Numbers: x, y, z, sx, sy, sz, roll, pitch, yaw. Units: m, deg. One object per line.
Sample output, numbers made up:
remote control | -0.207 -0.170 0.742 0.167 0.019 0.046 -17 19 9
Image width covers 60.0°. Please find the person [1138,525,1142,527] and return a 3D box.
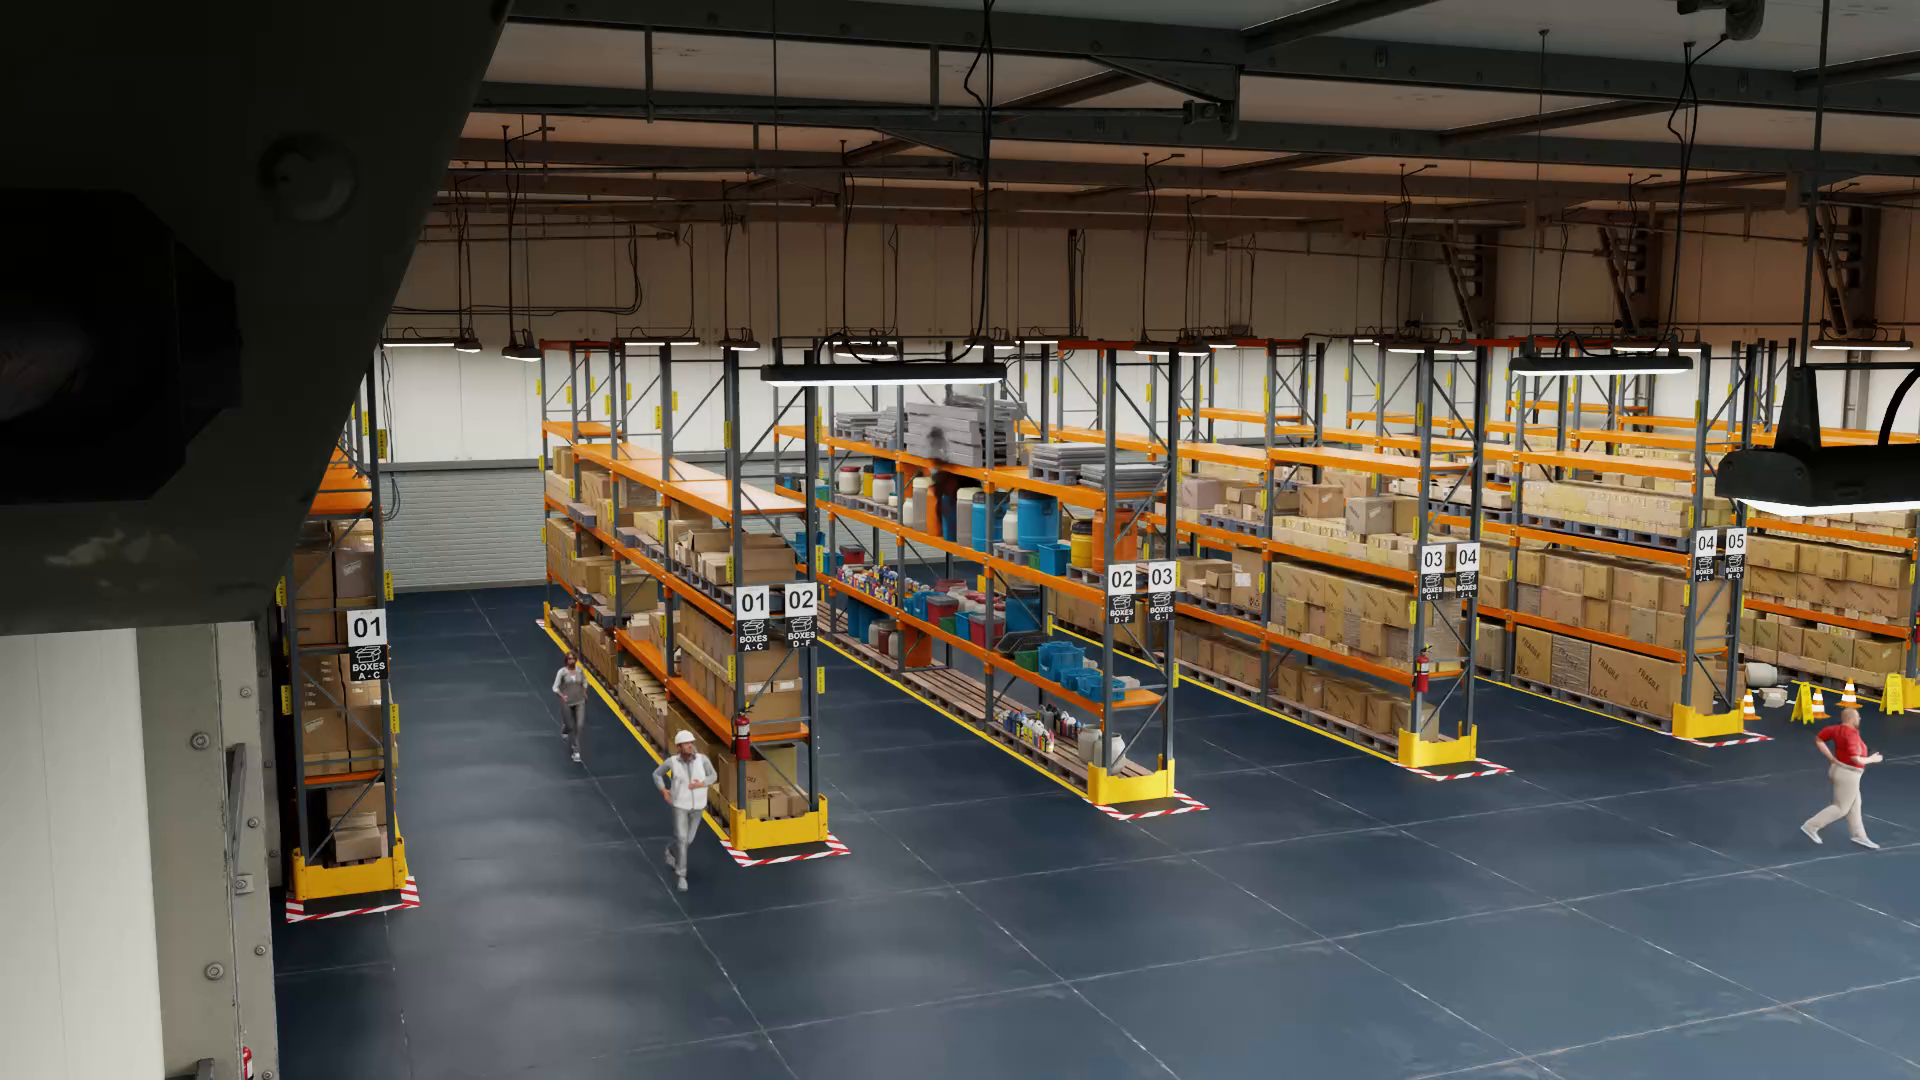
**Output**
person | 4.175 0.427 39.289 0.597 1.546 0.871 1 8 9

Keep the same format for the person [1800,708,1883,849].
person | 10.636 2.878 20.009 0.969 1.753 0.660 1 7 5

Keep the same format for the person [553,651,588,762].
person | -5.684 2.403 24.344 0.547 1.584 0.759 -4 8 -26

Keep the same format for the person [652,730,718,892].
person | -3.098 3.031 19.094 0.689 1.686 1.037 -5 9 -31
